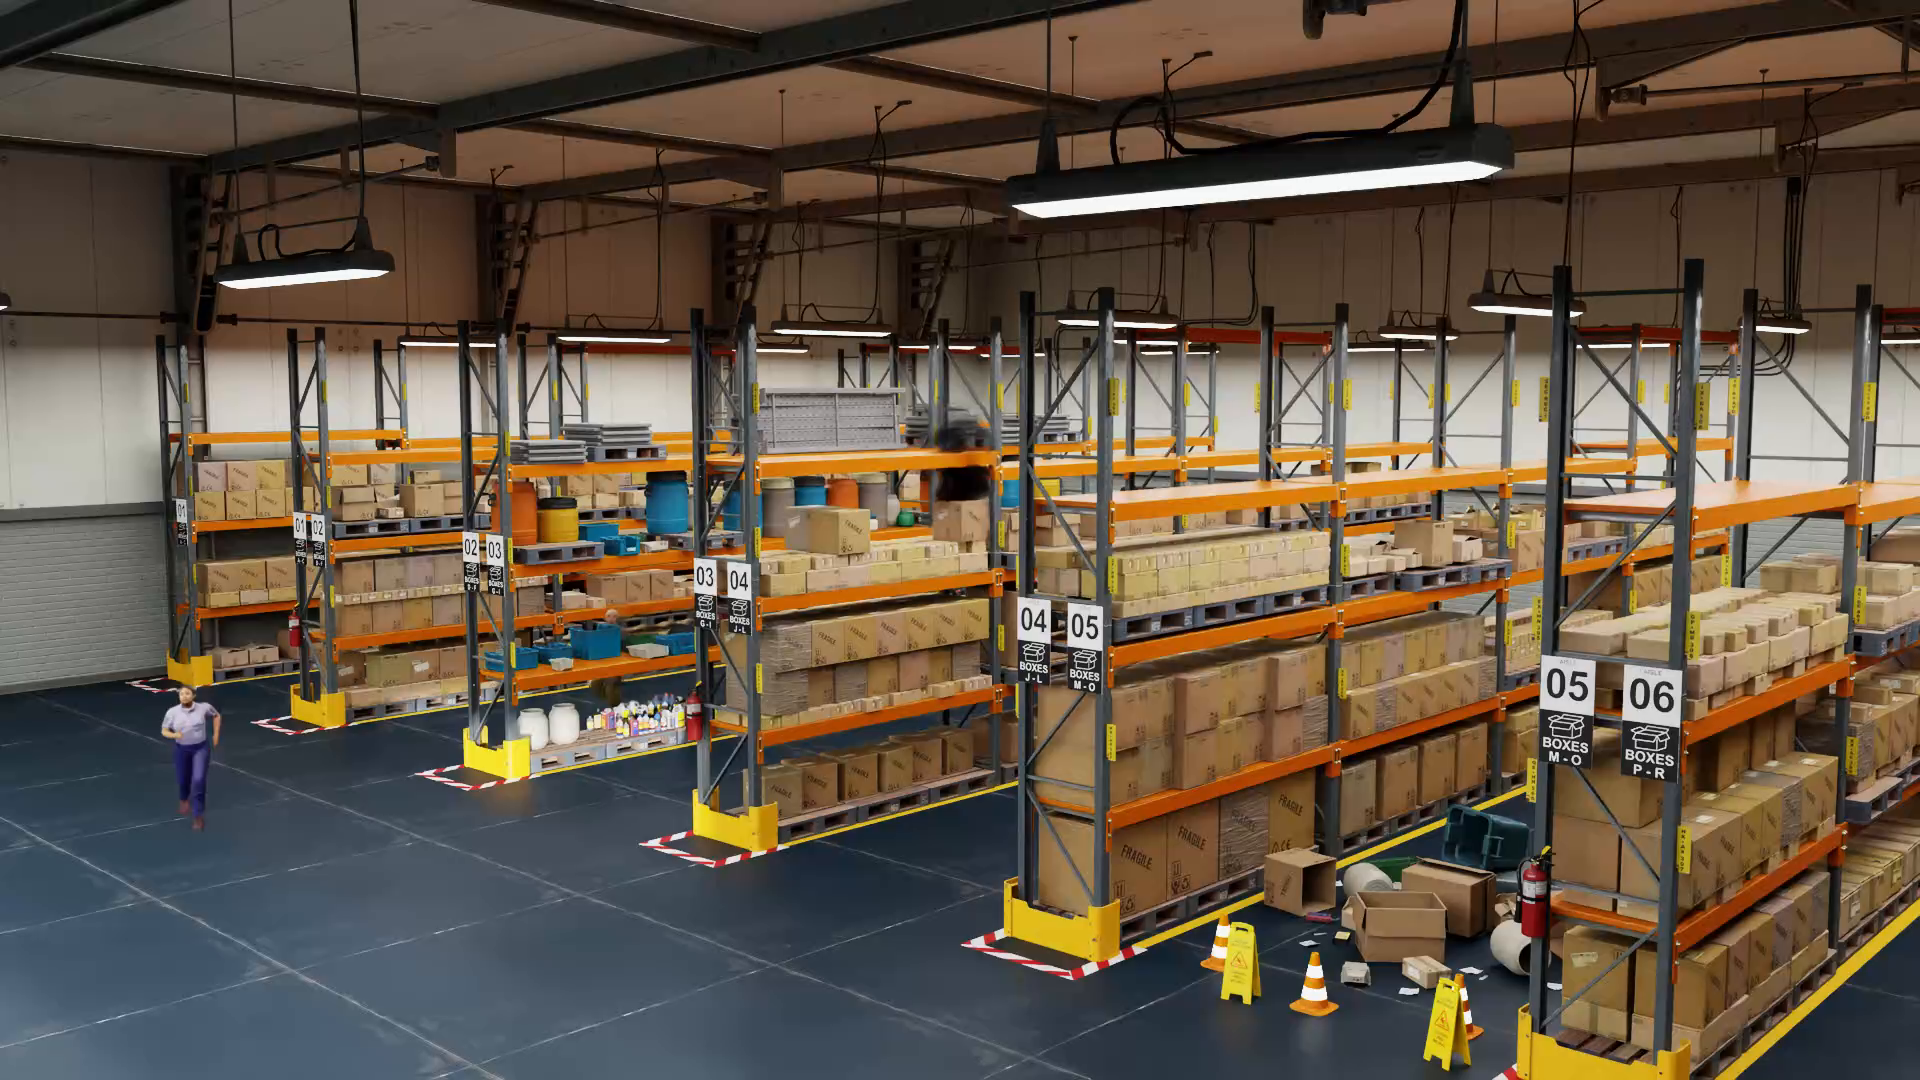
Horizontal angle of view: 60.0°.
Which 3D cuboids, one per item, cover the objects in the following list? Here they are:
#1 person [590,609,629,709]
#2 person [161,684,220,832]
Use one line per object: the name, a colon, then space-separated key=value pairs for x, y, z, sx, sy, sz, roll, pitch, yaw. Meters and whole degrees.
person: x=-5.361 y=1.922 z=25.354 sx=0.702 sy=1.738 sz=0.627 roll=4 pitch=7 yaw=37
person: x=-9.033 y=2.523 z=19.570 sx=0.613 sy=1.675 sz=0.922 roll=-2 pitch=6 yaw=-18
